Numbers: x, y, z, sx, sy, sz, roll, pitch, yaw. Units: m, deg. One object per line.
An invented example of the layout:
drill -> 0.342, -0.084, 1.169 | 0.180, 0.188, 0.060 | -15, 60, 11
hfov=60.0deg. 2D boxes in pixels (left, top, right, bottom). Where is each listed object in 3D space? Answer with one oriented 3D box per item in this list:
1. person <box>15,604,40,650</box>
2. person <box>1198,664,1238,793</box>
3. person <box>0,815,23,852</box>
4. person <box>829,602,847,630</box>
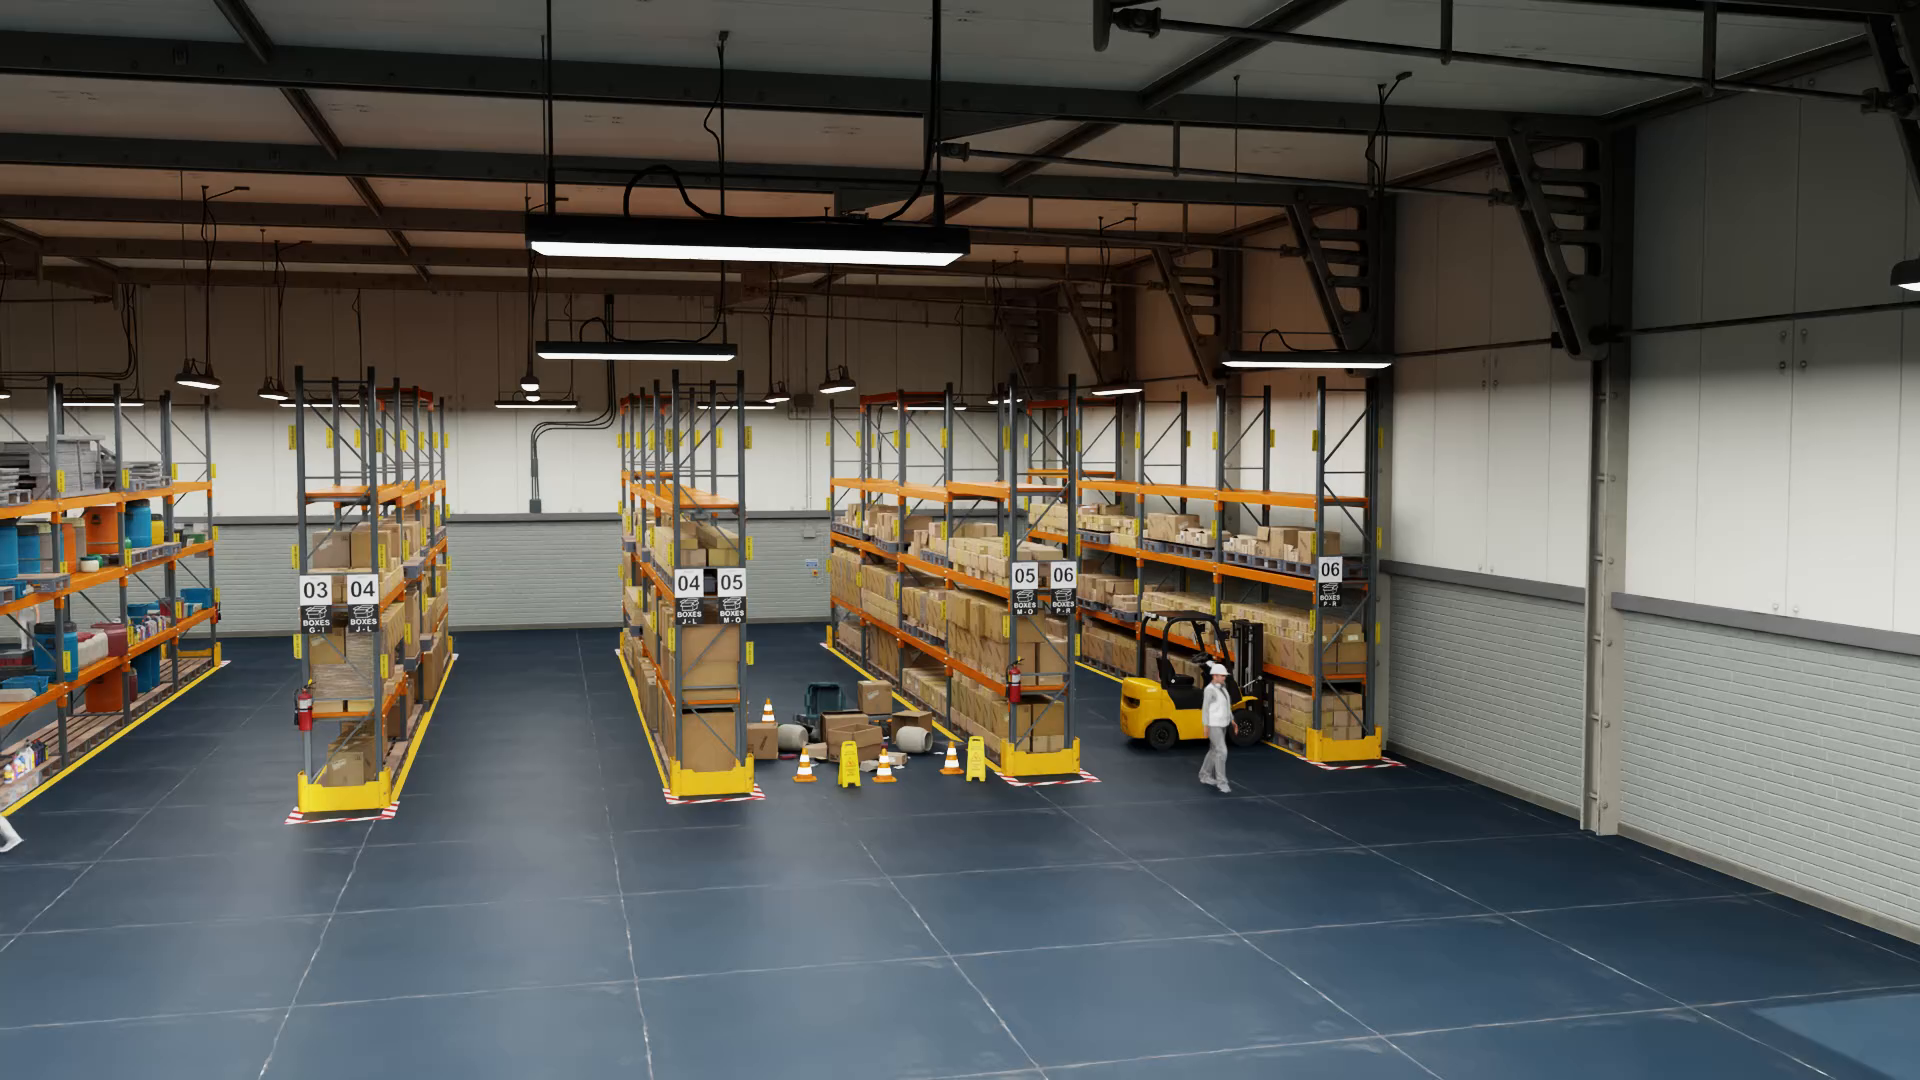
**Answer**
person -> -21.715, 1.860, 38.718 | 0.489, 1.600, 1.097 | -2, 4, -30
person -> 3.734, 2.708, 24.005 | 0.629, 1.831, 0.561 | 2, 4, 30
person -> -11.794, 2.970, 20.053 | 0.776, 1.661, 0.438 | 0, 3, 1
person -> -3.188, 1.487, 43.753 | 0.448, 1.794, 0.612 | -3, 4, -36
